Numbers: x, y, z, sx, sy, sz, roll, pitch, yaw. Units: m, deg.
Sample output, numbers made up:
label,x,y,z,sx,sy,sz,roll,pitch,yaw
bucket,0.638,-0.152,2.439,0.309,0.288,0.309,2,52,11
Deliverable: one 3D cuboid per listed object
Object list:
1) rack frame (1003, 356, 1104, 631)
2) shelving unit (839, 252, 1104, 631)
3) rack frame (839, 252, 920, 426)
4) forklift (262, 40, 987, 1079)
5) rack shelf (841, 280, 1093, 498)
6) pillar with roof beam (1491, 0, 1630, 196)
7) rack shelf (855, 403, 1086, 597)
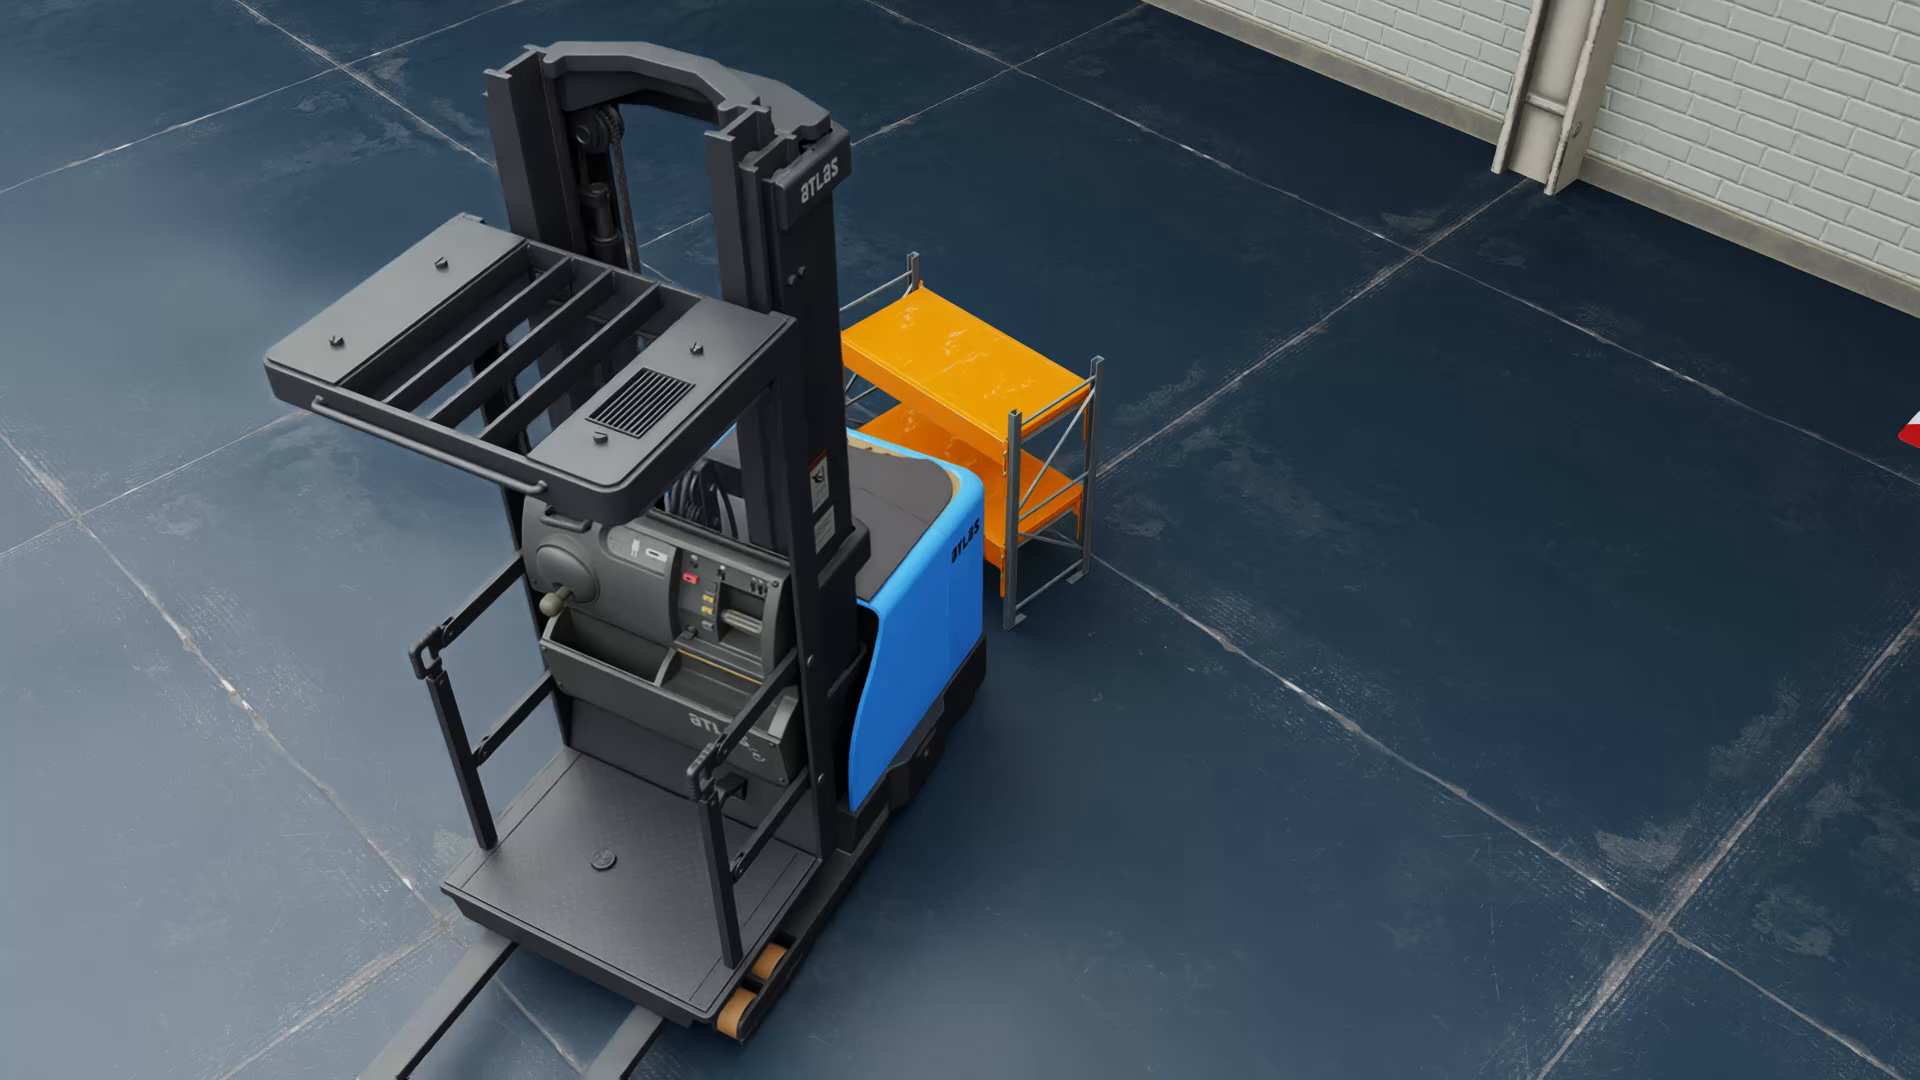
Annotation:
label,x,y,z,sx,sy,sz,roll,pitch,yaw
rack frame,0.364,-0.166,6.600,0.500,1.125,0.032,-34,53,-31
shelving unit,0.005,-0.410,6.865,0.538,1.125,1.048,-34,53,-31
rack frame,-0.354,-0.654,7.129,0.500,1.125,0.032,-34,53,-31
forklift,-1.031,0.208,4.865,1.130,2.935,3.031,20,46,20
rack shelf,0.005,-0.625,6.666,0.538,0.278,1.000,-34,53,-31
pillar with roof beam,0.246,-3.343,4.237,9.100,9.000,0.400,-34,53,-31
rack shelf,0.005,-0.230,7.031,0.538,0.278,1.000,-34,53,-31
